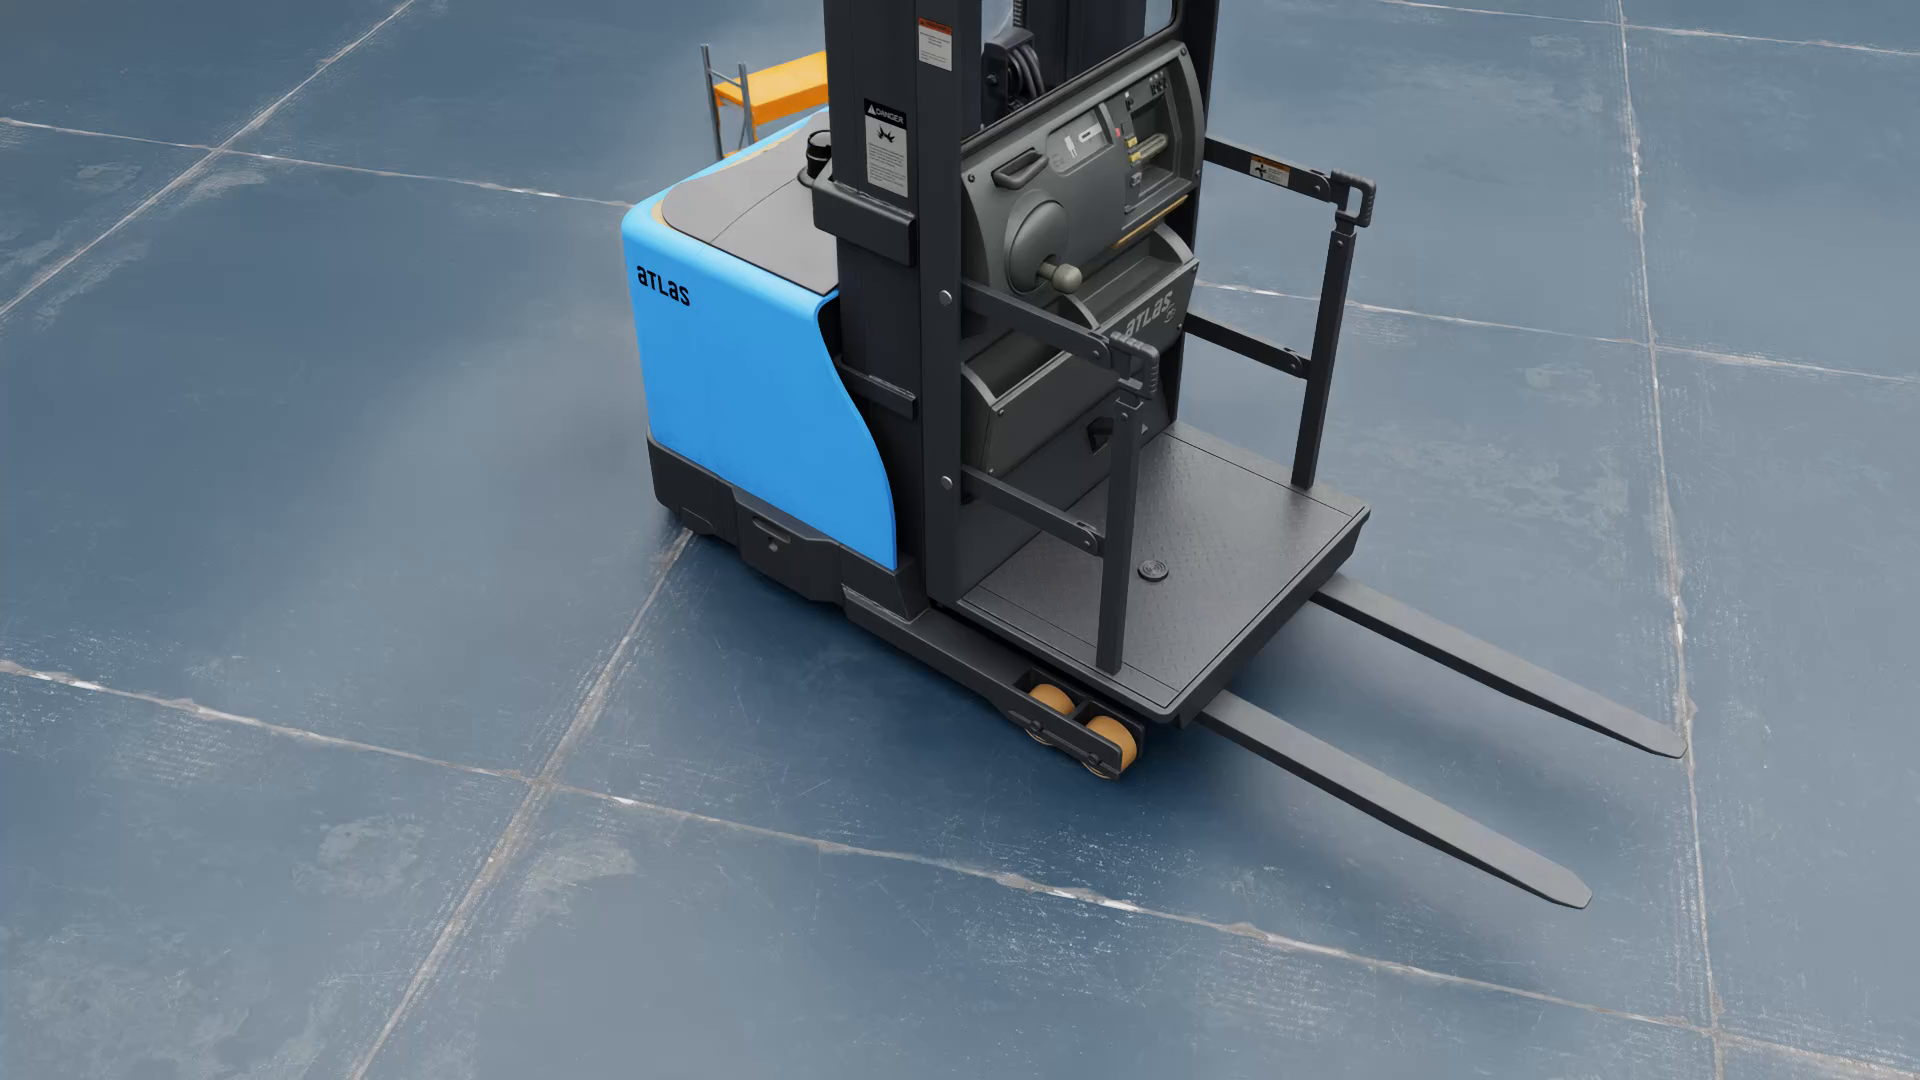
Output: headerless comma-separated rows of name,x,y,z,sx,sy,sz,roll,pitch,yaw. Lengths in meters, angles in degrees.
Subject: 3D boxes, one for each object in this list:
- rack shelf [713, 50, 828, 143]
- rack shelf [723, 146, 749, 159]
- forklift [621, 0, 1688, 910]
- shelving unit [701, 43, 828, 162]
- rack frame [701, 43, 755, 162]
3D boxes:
rack shelf,-0.539,-1.447,5.416,0.480,0.148,0.258,-27,43,-29
rack shelf,-0.528,-1.257,5.557,0.480,0.148,0.258,-27,43,-29
forklift,0.487,-0.869,4.006,3.031,2.935,1.130,27,47,29
shelving unit,-0.521,-1.132,5.651,0.503,1.200,0.258,-27,43,-29
rack frame,-0.711,-1.033,5.533,0.015,1.200,0.240,-27,43,-29
